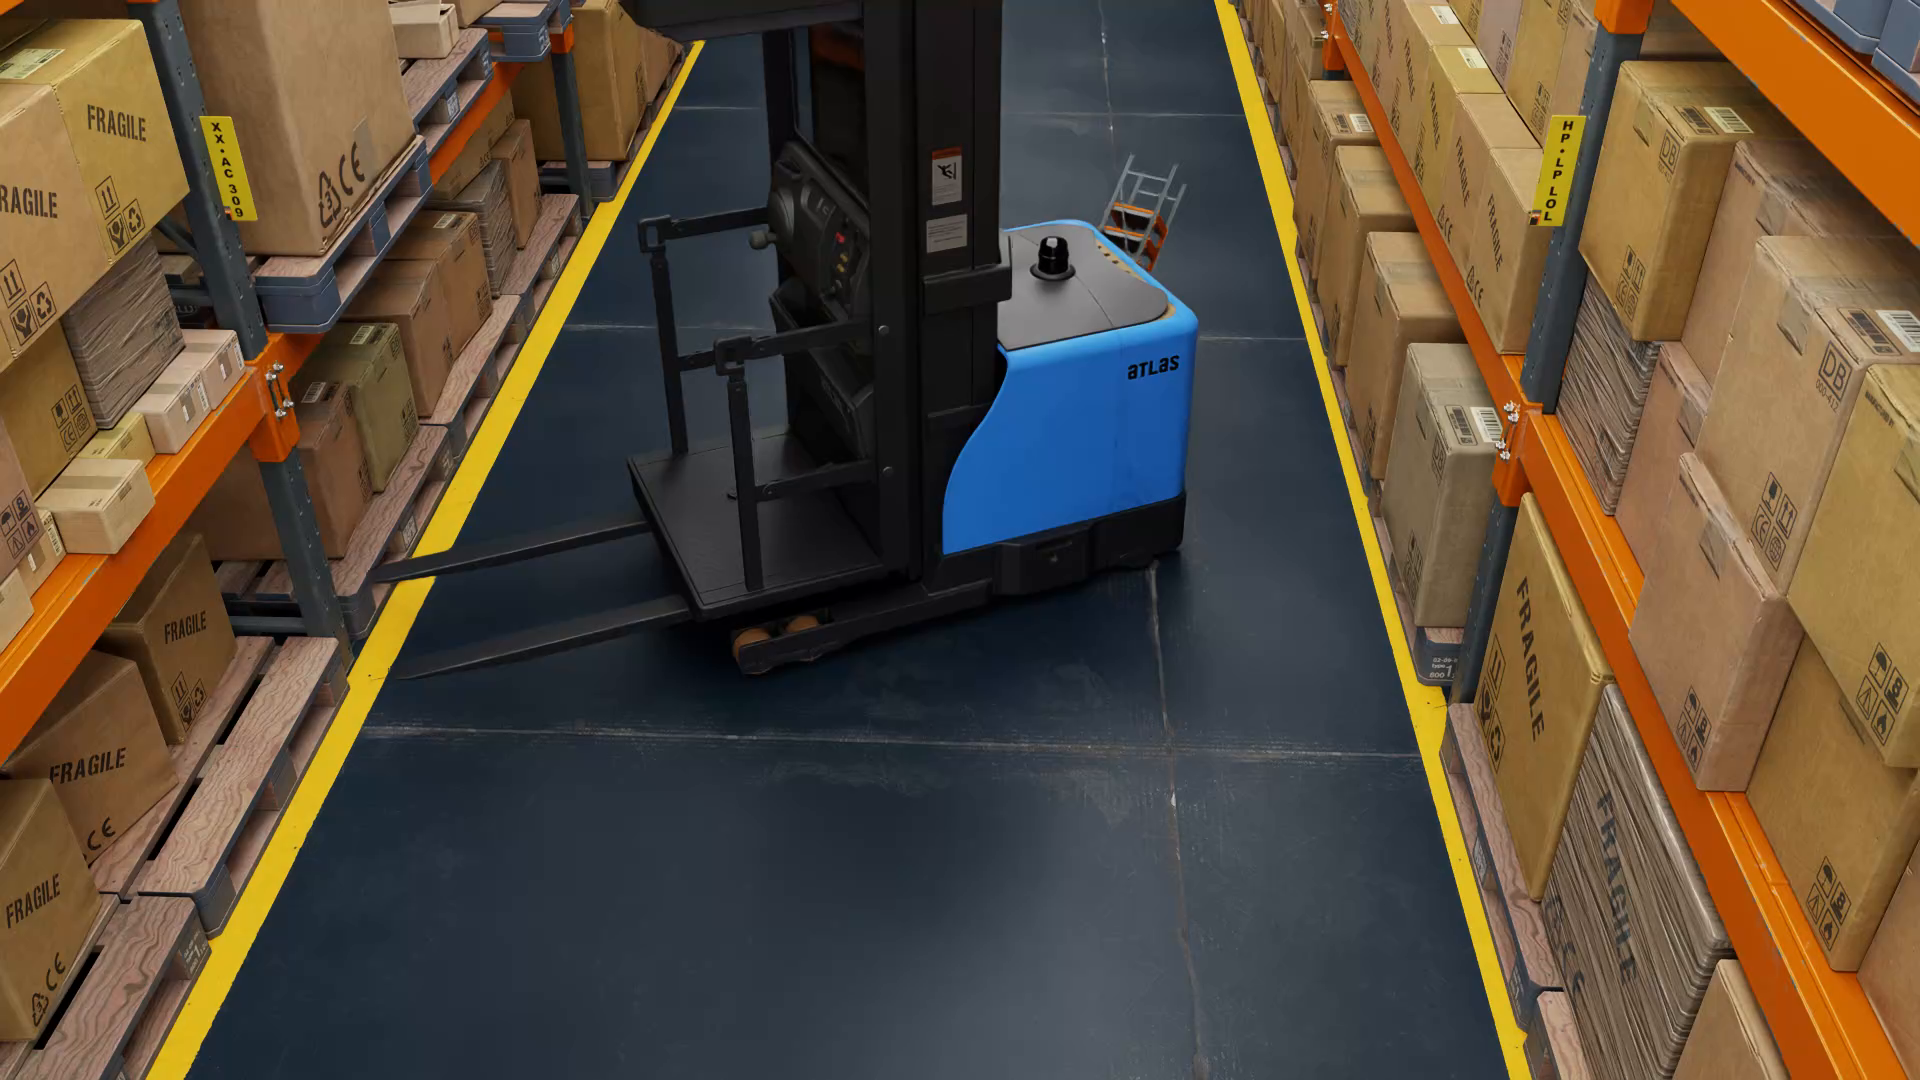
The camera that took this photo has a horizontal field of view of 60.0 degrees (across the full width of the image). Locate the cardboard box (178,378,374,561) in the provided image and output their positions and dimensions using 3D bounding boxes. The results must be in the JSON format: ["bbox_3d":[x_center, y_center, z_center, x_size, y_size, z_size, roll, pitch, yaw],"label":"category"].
[{"bbox_3d":[-2.681,-0.269,6.316,0.700,0.500,0.500,-1,35,-2],"label":"cardboard box"}]

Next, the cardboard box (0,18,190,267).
[{"bbox_3d":[-2.470,-1.066,4.444,0.500,0.500,0.500,1,35,2],"label":"cardboard box"}]

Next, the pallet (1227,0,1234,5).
[{"bbox_3d":[2.538,-4.429,12.869,1.003,0.211,1.213,1,35,2],"label":"pallet"}]

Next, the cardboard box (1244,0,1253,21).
[{"bbox_3d":[2.252,-3.914,11.519,0.500,0.500,0.500,3,35,4],"label":"cardboard box"}]

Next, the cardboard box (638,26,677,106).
[{"bbox_3d":[-2.474,-3.268,10.274,1.225,0.875,0.875,1,35,2],"label":"cardboard box"}]

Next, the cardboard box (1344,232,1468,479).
[{"bbox_3d":[2.203,-0.751,6.802,1.050,0.750,0.750,1,35,2],"label":"cardboard box"}]

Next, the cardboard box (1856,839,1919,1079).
[{"bbox_3d":[2.182,0.800,2.872,0.875,0.550,0.550,1,35,2],"label":"cardboard box"}]

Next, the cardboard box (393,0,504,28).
[{"bbox_3d":[-2.470,-2.636,7.440,0.700,0.500,0.500,6,36,9],"label":"cardboard box"}]

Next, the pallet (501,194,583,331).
[{"bbox_3d":[-2.599,-1.468,8.655,1.003,0.211,1.213,1,35,2],"label":"pallet"}]

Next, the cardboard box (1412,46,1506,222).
[{"bbox_3d":[2.020,-1.515,6.209,0.500,0.500,0.500,2,35,2],"label":"cardboard box"}]

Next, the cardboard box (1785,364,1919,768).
[{"bbox_3d":[2.098,0.051,2.999,0.875,0.550,0.500,1,35,2],"label":"cardboard box"}]

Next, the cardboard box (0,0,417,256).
[{"bbox_3d":[-2.555,-1.630,5.574,1.000,1.000,1.000,2,35,2],"label":"cardboard box"}]

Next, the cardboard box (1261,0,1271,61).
[{"bbox_3d":[2.225,-3.309,10.658,0.500,0.500,0.500,2,35,3],"label":"cardboard box"}]

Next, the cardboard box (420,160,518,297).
[{"bbox_3d":[-2.582,-1.511,8.082,0.700,0.500,0.500,-1,35,-2],"label":"cardboard box"}]

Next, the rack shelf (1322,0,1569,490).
[{"bbox_3d":[2.306,-1.442,6.818,1.077,0.370,4.000,1,35,2],"label":"rack shelf"}]

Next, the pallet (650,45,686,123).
[{"bbox_3d":[-2.407,-3.067,10.931,1.003,0.211,1.213,1,35,2],"label":"pallet"}]

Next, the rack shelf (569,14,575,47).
[{"bbox_3d":[-2.486,-3.913,10.334,1.077,0.370,4.000,1,35,2],"label":"rack shelf"}]

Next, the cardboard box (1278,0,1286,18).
[{"bbox_3d":[2.197,-3.322,10.025,0.500,0.250,0.500,2,35,3],"label":"cardboard box"}]

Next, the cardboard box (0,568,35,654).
[{"bbox_3d":[-2.541,0.190,4.089,0.380,0.149,0.250,1,35,2],"label":"cardboard box"}]

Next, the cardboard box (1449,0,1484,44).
[{"bbox_3d":[2.300,-2.198,6.313,0.700,0.500,0.500,1,35,1],"label":"cardboard box"}]

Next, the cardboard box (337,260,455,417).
[{"bbox_3d":[-2.621,-0.864,7.162,0.700,0.500,0.500,-2,35,-2],"label":"cardboard box"}]

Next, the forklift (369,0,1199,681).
[{"bbox_3d":[-0.677,-1.057,5.705,3.031,2.935,1.130,-14,37,-19],"label":"forklift"}]

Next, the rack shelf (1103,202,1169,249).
[{"bbox_3d":[0.808,-1.449,7.633,0.258,0.180,0.103,19,81,25],"label":"rack shelf"}]

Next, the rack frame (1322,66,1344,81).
[{"bbox_3d":[2.386,-2.885,8.247,1.000,3.000,0.127,1,35,2],"label":"rack frame"}]

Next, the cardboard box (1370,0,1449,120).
[{"bbox_3d":[2.060,-2.092,7.032,0.500,0.500,0.500,1,35,2],"label":"cardboard box"}]

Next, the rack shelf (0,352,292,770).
[{"bbox_3d":[-2.807,0.684,3.794,1.077,0.370,4.000,1,35,2],"label":"rack shelf"}]

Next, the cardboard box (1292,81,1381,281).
[{"bbox_3d":[2.272,-1.789,8.278,1.050,0.750,0.750,1,35,1],"label":"cardboard box"}]

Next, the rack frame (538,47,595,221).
[{"bbox_3d":[-2.566,-3.058,8.492,1.000,3.000,0.127,1,35,2],"label":"rack frame"}]

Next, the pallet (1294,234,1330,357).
[{"bbox_3d":[2.279,-1.293,8.406,1.003,0.211,1.213,1,35,2],"label":"pallet"}]

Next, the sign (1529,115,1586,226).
[{"bbox_3d":[1.683,-1.035,4.676,0.100,0.325,0.005,1,35,2],"label":"sign"}]

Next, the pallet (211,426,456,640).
[{"bbox_3d":[-2.697,-0.066,6.661,1.003,0.211,1.213,1,35,2],"label":"pallet"}]

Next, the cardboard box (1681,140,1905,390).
[{"bbox_3d":[2.270,-0.560,3.869,0.875,0.550,0.550,1,35,2],"label":"cardboard box"}]

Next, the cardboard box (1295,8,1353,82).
[{"bbox_3d":[2.151,-2.740,9.197,0.500,0.250,0.500,1,35,1],"label":"cardboard box"}]

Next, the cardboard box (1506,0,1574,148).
[{"bbox_3d":[2.258,-1.618,5.487,0.700,0.500,0.500,1,35,1],"label":"cardboard box"}]

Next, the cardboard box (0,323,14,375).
[{"bbox_3d":[-2.510,-0.492,3.626,0.500,0.500,0.500,1,35,2],"label":"cardboard box"}]

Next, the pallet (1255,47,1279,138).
[{"bbox_3d":[2.470,-2.892,10.682,1.003,0.211,1.213,1,35,2],"label":"pallet"}]

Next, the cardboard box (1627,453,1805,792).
[{"bbox_3d":[2.084,0.188,3.744,0.875,0.550,0.550,1,35,2],"label":"cardboard box"}]

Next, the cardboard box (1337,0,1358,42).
[{"bbox_3d":[2.098,-2.674,7.860,0.500,0.500,0.500,2,35,2],"label":"cardboard box"}]

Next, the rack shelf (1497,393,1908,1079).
[{"bbox_3d":[2.145,0.856,3.548,1.077,0.370,4.000,1,35,2],"label":"rack shelf"}]

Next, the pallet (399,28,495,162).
[{"bbox_3d":[-2.605,-1.841,6.928,1.003,0.211,1.213,1,35,2],"label":"pallet"}]

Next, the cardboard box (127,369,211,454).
[{"bbox_3d":[-2.461,-0.383,4.905,0.380,0.149,0.250,1,35,2],"label":"cardboard box"}]

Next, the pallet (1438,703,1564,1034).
[{"bbox_3d":[2.116,0.989,5.159,1.003,0.211,1.213,1,35,2],"label":"pallet"}]

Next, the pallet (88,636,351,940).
[{"bbox_3d":[-2.718,0.768,5.474,1.003,0.211,1.213,1,35,2],"label":"pallet"}]

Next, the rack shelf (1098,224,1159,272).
[{"bbox_3d":[0.761,-1.340,7.615,0.258,0.180,0.103,19,81,25],"label":"rack shelf"}]

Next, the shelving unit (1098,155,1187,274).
[{"bbox_3d":[0.685,-1.162,7.586,0.258,0.189,1.200,19,81,25],"label":"shelving unit"}]

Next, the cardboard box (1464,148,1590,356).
[{"bbox_3d":[1.979,-0.934,5.383,0.500,0.500,0.500,1,35,2],"label":"cardboard box"}]

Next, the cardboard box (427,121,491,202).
[{"bbox_3d":[-2.574,-1.831,7.886,0.500,0.250,0.500,5,35,7],"label":"cardboard box"}]

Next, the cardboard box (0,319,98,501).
[{"bbox_3d":[-2.862,-0.379,4.335,0.875,0.500,0.500,1,35,2],"label":"cardboard box"}]

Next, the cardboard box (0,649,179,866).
[{"bbox_3d":[-2.798,0.649,5.026,0.500,0.500,0.500,12,37,17],"label":"cardboard box"}]

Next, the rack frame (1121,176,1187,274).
[{"bbox_3d":[0.716,-1.136,7.668,0.240,0.006,1.200,19,81,25],"label":"rack frame"}]

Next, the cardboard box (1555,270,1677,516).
[{"bbox_3d":[2.222,-0.436,4.631,0.875,0.550,0.550,1,35,2],"label":"cardboard box"}]

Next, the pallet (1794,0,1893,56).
[{"bbox_3d":[2.182,-1.308,3.471,1.003,0.211,1.213,1,35,2],"label":"pallet"}]

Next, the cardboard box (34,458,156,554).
[{"bbox_3d":[-2.430,-0.095,4.495,0.380,0.149,0.250,1,35,2],"label":"cardboard box"}]

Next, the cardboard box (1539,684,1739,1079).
[{"bbox_3d":[2.098,0.988,4.218,0.875,0.875,0.875,2,35,2],"label":"cardboard box"}]

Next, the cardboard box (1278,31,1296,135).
[{"bbox_3d":[2.176,-2.717,9.815,0.500,0.500,0.500,3,35,4],"label":"cardboard box"}]

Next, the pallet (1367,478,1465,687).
[{"bbox_3d":[2.181,0.109,6.412,1.003,0.211,1.213,1,35,2],"label":"pallet"}]
